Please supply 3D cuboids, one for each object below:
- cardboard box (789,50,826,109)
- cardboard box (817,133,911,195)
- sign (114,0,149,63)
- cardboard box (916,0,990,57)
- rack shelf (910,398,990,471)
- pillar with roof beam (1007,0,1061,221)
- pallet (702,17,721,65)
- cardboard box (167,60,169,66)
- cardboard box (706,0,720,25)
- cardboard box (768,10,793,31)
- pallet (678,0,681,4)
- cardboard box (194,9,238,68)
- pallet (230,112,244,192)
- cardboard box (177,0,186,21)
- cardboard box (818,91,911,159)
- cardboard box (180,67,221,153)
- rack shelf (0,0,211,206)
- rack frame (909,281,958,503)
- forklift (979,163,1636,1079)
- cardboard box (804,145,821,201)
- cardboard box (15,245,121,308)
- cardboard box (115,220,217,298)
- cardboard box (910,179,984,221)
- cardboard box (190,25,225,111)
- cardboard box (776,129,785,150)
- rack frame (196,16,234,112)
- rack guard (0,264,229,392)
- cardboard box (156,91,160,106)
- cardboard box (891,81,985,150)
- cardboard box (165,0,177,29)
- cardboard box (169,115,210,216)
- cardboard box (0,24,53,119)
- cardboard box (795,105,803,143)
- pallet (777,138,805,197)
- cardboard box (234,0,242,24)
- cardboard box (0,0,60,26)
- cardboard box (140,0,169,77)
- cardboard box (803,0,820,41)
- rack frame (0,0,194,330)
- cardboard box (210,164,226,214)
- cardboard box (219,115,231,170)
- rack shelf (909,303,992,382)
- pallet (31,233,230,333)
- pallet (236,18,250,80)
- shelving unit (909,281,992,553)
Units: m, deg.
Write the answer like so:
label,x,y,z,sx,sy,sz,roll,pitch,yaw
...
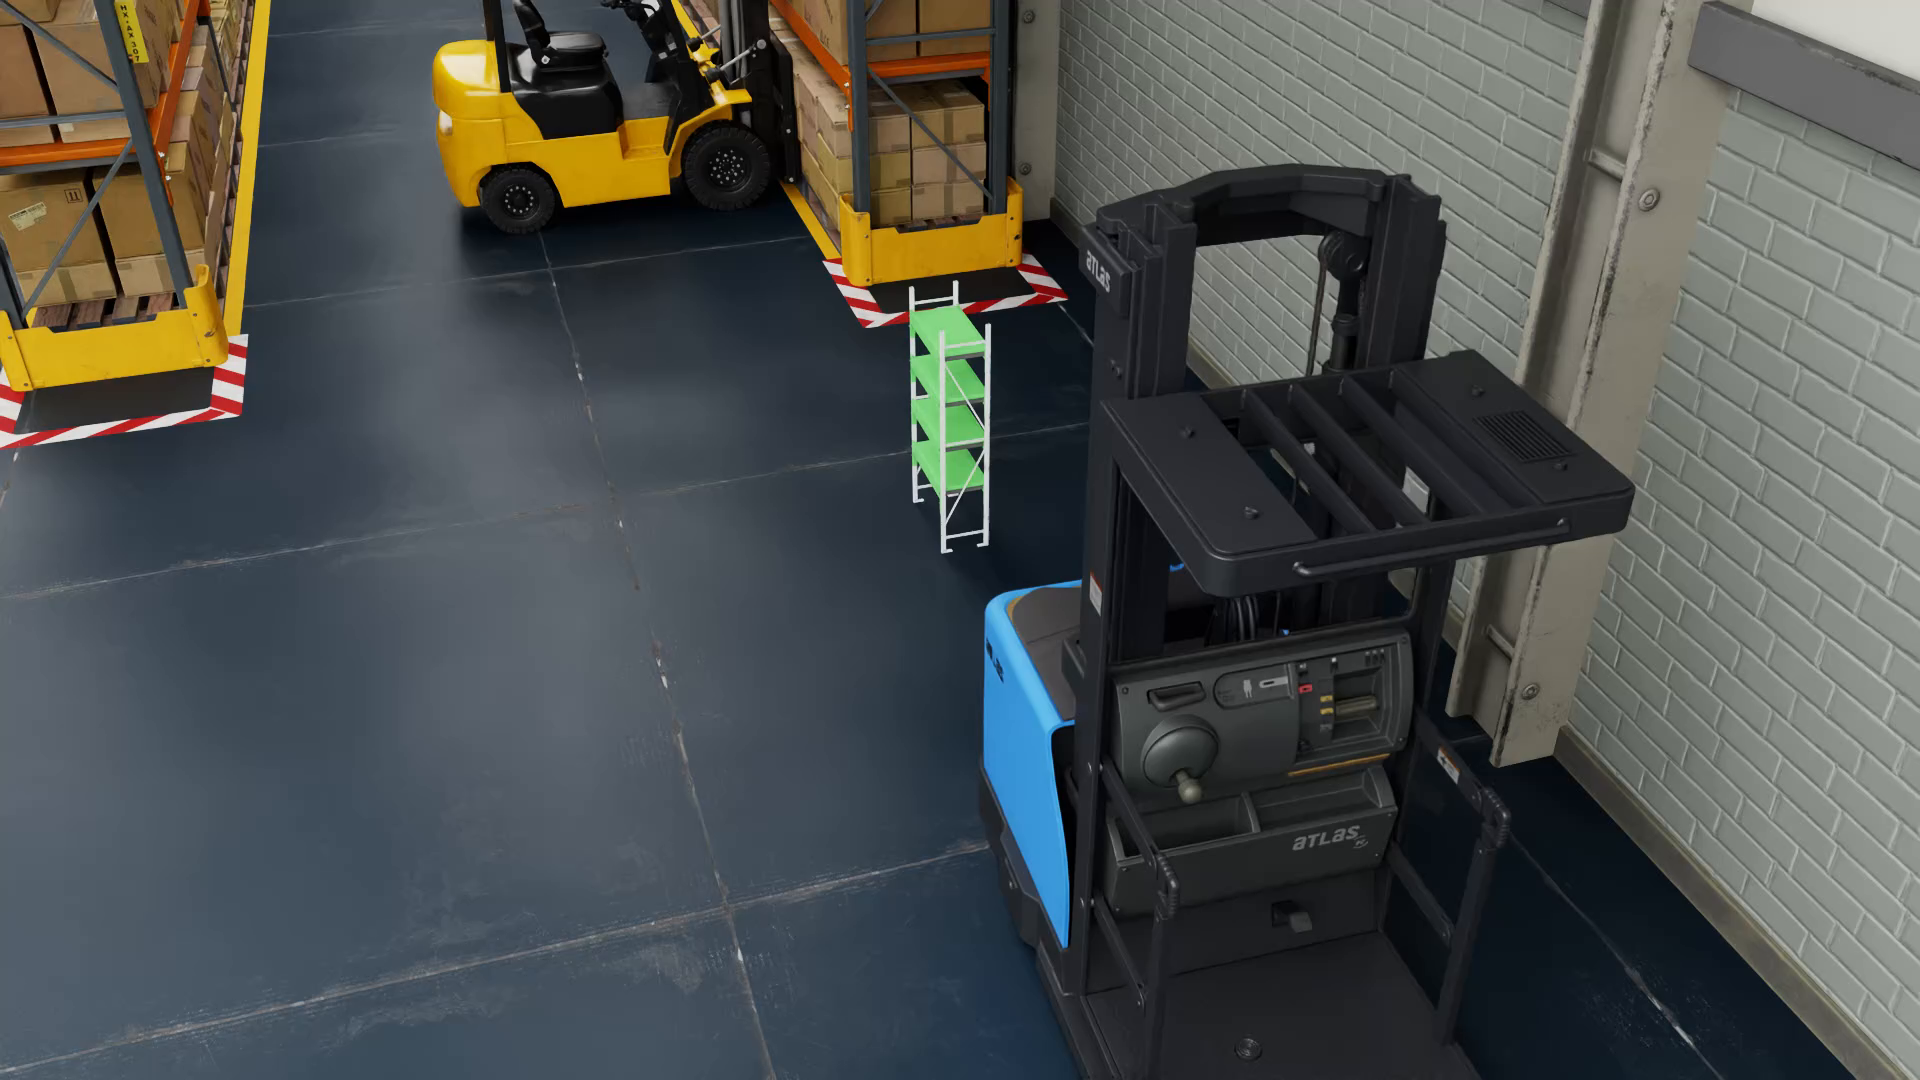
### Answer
label,x,y,z,sx,sy,sz,roll,pitch,yaw
cardboard box,-0.951,-3.243,11.643,0.500,0.250,0.500,-10,35,-14
cardboard box,-0.635,-2.517,10.999,0.500,0.250,0.500,-10,35,-15
sign,-4.398,-2.694,8.820,0.100,0.325,0.005,-10,35,-15
cardboard box,-0.076,-3.426,10.624,0.500,0.500,0.500,-9,34,-13
rack shelf,-0.051,-0.534,8.086,0.258,0.148,0.480,-10,35,-15
pillar with roof beam,-3.643,-5.374,8.220,9.100,9.000,0.400,-10,35,-15
pallet,-1.671,-4.395,14.709,1.003,0.211,1.213,-10,35,-15
cardboard box,-5.060,-2.904,10.151,0.380,0.149,0.250,-9,35,-13
cardboard box,-1.808,-5.043,14.934,0.875,0.625,0.625,-10,35,-15
cardboard box,-1.251,-3.787,12.466,0.500,0.250,0.500,-9,34,-13
pallet,-2.415,-5.676,16.648,1.003,0.211,1.213,-10,35,-15
cardboard box,-6.520,-4.072,13.694,0.950,0.372,0.625,-8,34,-12
pallet,-5.897,-2.831,12.343,1.003,0.211,1.213,-10,35,-15
cardboard box,-5.434,-3.586,11.184,0.380,0.149,0.250,-11,35,-15
cardboard box,-0.626,-2.712,10.840,0.500,0.250,0.500,-9,34,-13
cardboard box,-5.385,-2.882,11.324,0.500,0.500,0.500,-8,34,-12
rack shelf,-5.525,-2.991,10.708,1.077,0.370,4.000,-10,35,-15
rack frame,-0.125,-0.716,8.245,0.240,1.200,0.015,-10,35,-15
forklift,0.962,0.578,4.716,1.130,2.935,3.031,-9,34,-13
cardboard box,-0.776,-2.562,11.520,0.500,0.250,0.500,-10,35,-15
cardboard box,-5.425,-1.661,10.156,0.500,0.250,0.500,-10,35,-15
cardboard box,-4.898,-1.739,10.274,0.500,0.250,0.500,-10,35,-15
cardboard box,-0.153,-2.397,11.269,0.500,0.250,0.500,-10,35,-15
cardboard box,-5.699,-3.417,12.133,0.500,0.500,0.500,-10,35,-15
cardboard box,-1.100,-3.095,12.326,0.500,0.250,0.500,-9,34,-13
rack frame,-6.135,-4.341,12.099,1.000,3.000,0.127,-10,35,-15
rack guard,-4.938,-1.238,9.670,1.175,0.500,0.348,-10,35,-15
cardboard box,-4.916,-2.633,9.741,0.380,0.149,0.250,-11,35,-16
cardboard box,-0.155,-2.807,10.984,0.500,0.250,0.500,-11,35,-15
cardboard box,-5.276,-3.507,10.475,0.500,0.500,0.500,-11,35,-16
cardboard box,-5.069,-2.338,10.501,0.500,0.500,0.500,-11,35,-17
cardboard box,-5.343,-2.646,9.172,0.500,0.500,0.500,-11,35,-16
cardboard box,-0.955,-3.050,11.805,0.500,0.250,0.500,-11,35,-16
pallet,-0.831,-2.948,12.520,1.003,0.211,1.213,-10,35,-15
cardboard box,-6.960,-4.836,14.850,0.950,0.372,0.625,-11,35,-16
cardboard box,-5.279,-3.056,8.886,0.700,0.500,0.500,-11,35,-16
cardboard box,-4.956,-2.974,9.669,0.500,0.500,0.500,-9,35,-13
cardboard box,-0.739,-3.608,10.898,0.500,0.500,0.500,-9,34,-13
rack frame,-4.915,-2.241,8.921,1.000,3.000,0.127,-10,35,-15
cardboard box,-5.225,-2.293,11.112,0.500,0.250,0.500,-8,34,-12
cardboard box,-5.527,-2.826,11.919,0.500,0.250,0.500,-11,35,-16
rack shelf,-0.051,-0.935,7.821,0.258,0.148,0.480,-10,35,-15
pallet,-5.152,-1.550,10.404,1.003,0.211,1.213,-10,35,-15
pallet,-6.750,-4.228,14.457,1.003,0.211,1.213,-10,35,-15
shelving unit,-0.051,-0.587,8.051,0.258,1.200,0.503,-10,35,-15
